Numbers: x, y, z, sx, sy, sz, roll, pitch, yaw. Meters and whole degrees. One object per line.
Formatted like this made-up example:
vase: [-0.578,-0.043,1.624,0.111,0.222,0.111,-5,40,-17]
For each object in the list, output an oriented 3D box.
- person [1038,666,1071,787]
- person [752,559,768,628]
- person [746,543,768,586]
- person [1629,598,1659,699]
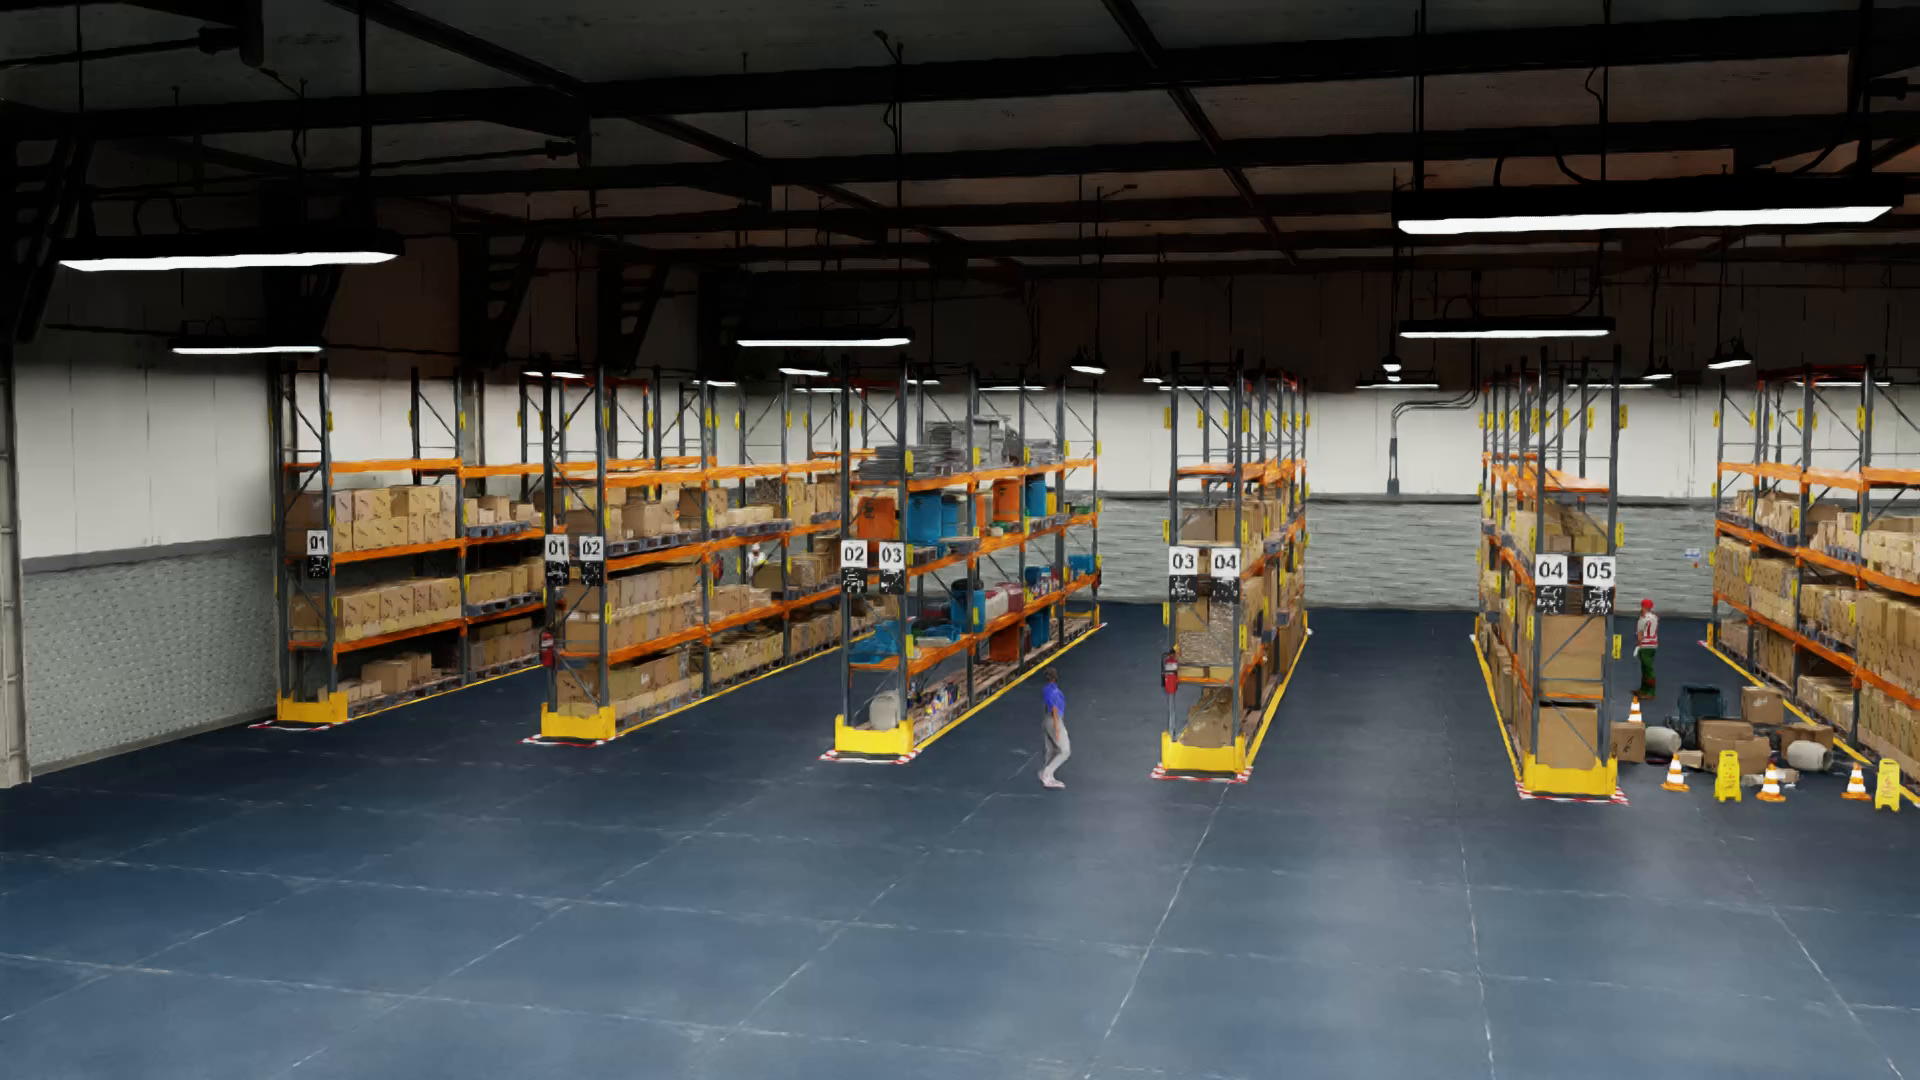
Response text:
person: [1.247,2.547,22.649,0.423,1.655,0.508,-1,4,-15]
person: [-4.660,1.296,39.754,0.719,1.714,0.578,1,4,14]
person: [-5.462,0.925,44.651,0.706,1.714,0.828,0,4,-2]
person: [12.351,1.939,30.002,0.650,1.786,0.569,-4,6,-45]
